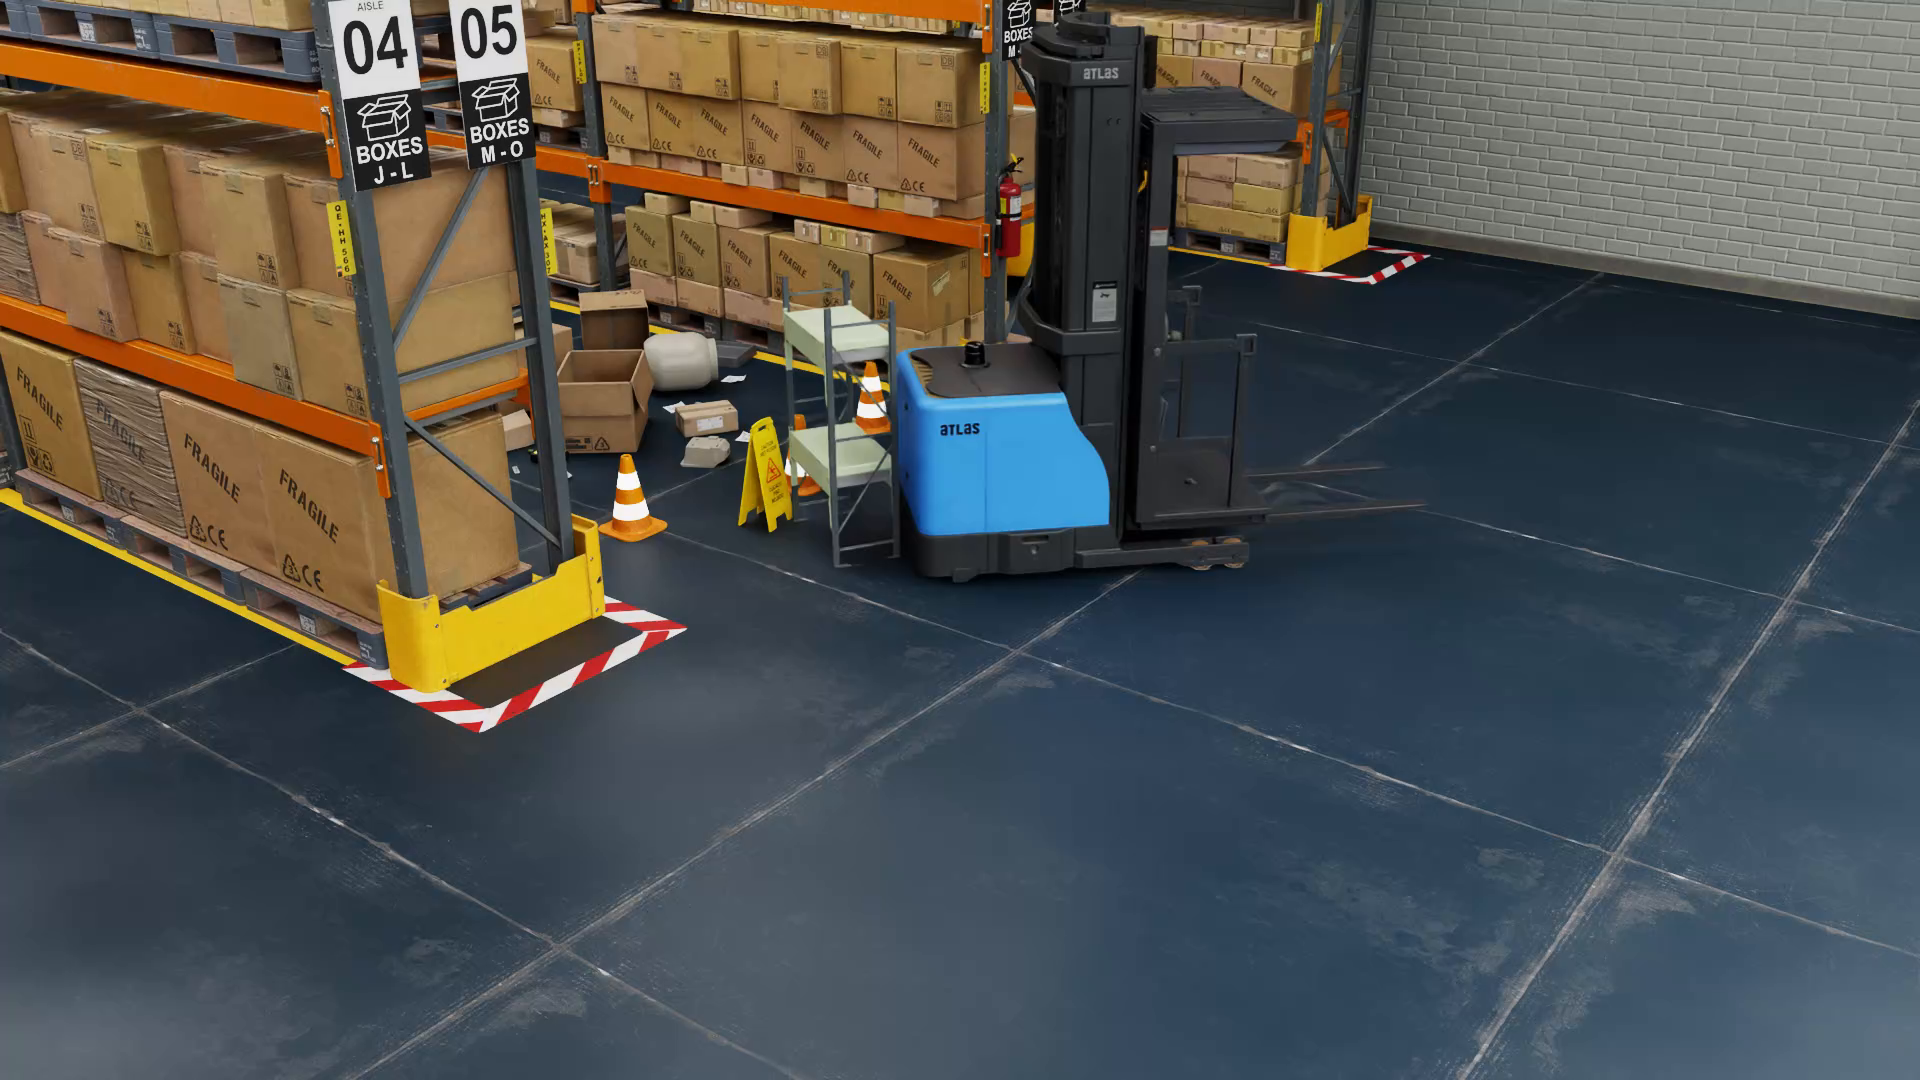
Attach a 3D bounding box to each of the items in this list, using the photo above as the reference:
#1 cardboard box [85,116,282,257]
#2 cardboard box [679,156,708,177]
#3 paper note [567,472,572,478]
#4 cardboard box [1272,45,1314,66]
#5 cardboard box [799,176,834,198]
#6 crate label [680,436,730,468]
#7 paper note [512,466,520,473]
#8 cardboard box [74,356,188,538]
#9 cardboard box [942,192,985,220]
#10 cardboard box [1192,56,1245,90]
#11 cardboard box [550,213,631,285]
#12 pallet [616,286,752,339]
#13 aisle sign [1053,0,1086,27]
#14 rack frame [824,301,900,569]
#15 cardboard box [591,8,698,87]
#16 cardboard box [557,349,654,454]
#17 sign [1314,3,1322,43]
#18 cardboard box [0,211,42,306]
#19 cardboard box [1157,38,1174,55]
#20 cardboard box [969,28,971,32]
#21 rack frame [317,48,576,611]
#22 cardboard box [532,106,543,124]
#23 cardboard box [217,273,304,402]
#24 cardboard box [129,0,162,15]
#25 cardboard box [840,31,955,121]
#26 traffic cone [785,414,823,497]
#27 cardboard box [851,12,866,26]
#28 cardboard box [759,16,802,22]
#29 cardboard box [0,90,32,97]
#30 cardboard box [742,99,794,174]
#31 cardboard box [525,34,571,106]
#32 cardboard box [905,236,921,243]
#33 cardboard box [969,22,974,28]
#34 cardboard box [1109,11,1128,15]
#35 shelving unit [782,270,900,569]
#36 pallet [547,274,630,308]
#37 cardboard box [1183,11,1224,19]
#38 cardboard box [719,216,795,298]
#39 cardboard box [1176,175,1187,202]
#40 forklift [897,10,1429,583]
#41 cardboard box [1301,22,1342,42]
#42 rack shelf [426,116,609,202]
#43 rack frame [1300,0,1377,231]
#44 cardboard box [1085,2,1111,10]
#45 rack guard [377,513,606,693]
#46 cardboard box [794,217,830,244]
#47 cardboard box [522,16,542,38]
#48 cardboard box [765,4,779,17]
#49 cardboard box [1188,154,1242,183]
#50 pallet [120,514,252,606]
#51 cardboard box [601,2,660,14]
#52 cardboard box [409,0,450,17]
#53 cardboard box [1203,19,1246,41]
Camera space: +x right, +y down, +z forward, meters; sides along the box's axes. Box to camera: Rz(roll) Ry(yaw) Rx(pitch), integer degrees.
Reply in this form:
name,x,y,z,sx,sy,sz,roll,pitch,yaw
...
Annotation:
name,x,y,z,sx,sy,sz,roll,pitch,yaw
cardboard box,-4.013,-1.888,8.790,0.500,0.550,0.875,17,29,33
cardboard box,-1.987,-2.979,13.103,0.250,0.149,0.380,18,29,35
paper note,-2.578,-0.412,10.649,0.144,0.017,0.142,-15,28,-30
cardboard box,3.042,-4.415,15.121,0.250,0.149,0.380,17,29,34
cardboard box,-0.980,-2.669,12.400,0.250,0.149,0.380,16,29,33
crate label,-1.664,-0.584,10.905,0.298,0.136,0.250,3,24,6
paper note,-2.876,-0.454,10.769,0.032,0.001,0.123,-10,26,-21
cardboard box,-4.391,-0.650,9.620,0.875,0.875,0.875,17,29,34
cardboard box,0.086,-2.383,11.749,0.250,0.149,0.380,18,29,35
cardboard box,2.526,-4.287,15.636,0.500,0.500,0.500,18,29,35
cardboard box,-3.109,-2.559,14.576,0.625,0.372,0.950,17,29,34
pallet,-2.129,-2.016,14.065,1.213,0.211,1.003,17,29,33
aisle sign,0.749,-3.751,11.319,0.004,0.787,0.394,17,29,33
rack frame,-0.531,-0.563,9.153,0.400,1.500,0.023,-10,25,-21
cardboard box,-2.466,-3.907,13.163,0.500,0.500,0.700,16,29,33
cardboard box,-2.411,-0.942,11.263,0.637,0.503,0.797,-1,24,-3
sign,3.151,-4.545,14.616,0.005,0.325,0.100,17,29,33
cardboard box,-5.273,-1.805,9.941,0.550,0.550,0.875,17,29,33
cardboard box,2.001,-4.717,15.807,0.250,0.149,0.380,17,29,34
cardboard box,0.034,-5.411,17.877,0.500,0.250,0.500,16,29,32
rack frame,-2.375,-0.855,7.970,0.127,3.000,1.000,17,29,33
cardboard box,-3.465,-3.625,14.049,0.250,0.149,0.380,16,28,32
cardboard box,-3.152,-1.124,8.396,0.550,0.550,0.875,17,29,33
cardboard box,-3.659,-2.568,7.804,0.250,0.149,0.380,16,29,33
cardboard box,-0.427,-3.293,11.772,0.500,0.500,0.700,17,29,34
traffic cone,-0.998,-0.563,10.453,0.334,0.463,0.336,17,29,33
cardboard box,-0.964,-5.636,17.894,0.250,0.149,0.380,16,28,32
cardboard box,-1.898,-5.733,18.608,0.500,0.250,0.500,16,28,32
cardboard box,-5.976,-2.443,10.211,0.500,0.500,0.700,16,29,32
cardboard box,-1.277,-3.074,12.513,0.500,0.500,0.500,17,29,34
cardboard box,-3.592,-3.975,14.037,0.500,0.500,0.500,17,29,34
cardboard box,-0.407,-2.168,12.910,0.500,0.500,0.500,16,28,31
cardboard box,0.134,-5.543,17.681,0.250,0.149,0.380,16,28,32
cardboard box,1.442,-5.066,16.230,0.250,0.149,0.380,17,29,33
shelving unit,-0.676,-0.696,9.462,0.431,1.500,0.755,-10,25,-21
pallet,-3.311,-2.355,14.833,1.213,0.211,1.003,17,29,33
cardboard box,2.372,-5.056,16.208,0.250,0.149,0.380,16,28,32
cardboard box,-1.528,-2.239,13.071,0.500,0.500,0.500,19,30,36
cardboard box,2.090,-3.501,16.245,0.500,0.250,0.500,16,28,32
forklift,1.181,-1.375,9.237,3.031,2.935,1.130,-4,24,-9
cardboard box,3.347,-4.707,15.416,0.250,0.149,0.380,16,28,32
rack shelf,-4.288,-3.598,15.088,4.000,0.370,1.077,17,29,33
rack frame,3.487,-4.079,15.286,0.127,3.000,1.000,17,29,33
cardboard box,1.357,-5.371,16.922,0.250,0.149,0.380,16,28,32
rack guard,-2.355,0.295,8.460,0.348,0.500,1.175,17,29,33
cardboard box,-1.027,-2.353,12.525,0.250,0.149,0.380,18,30,35
cardboard box,-3.752,-4.316,14.006,0.250,0.149,0.380,16,28,32
cardboard box,-1.965,-5.955,18.618,0.250,0.149,0.380,17,29,34
cardboard box,2.520,-3.602,15.855,0.500,0.250,0.500,17,29,34
pallet,-4.033,-0.042,9.583,1.213,0.211,1.003,17,29,33
cardboard box,-3.953,-6.287,19.965,0.500,0.250,0.500,15,28,31
cardboard box,-2.457,-2.537,7.733,0.250,0.149,0.380,17,29,34
cardboard box,2.478,-4.764,15.545,0.250,0.149,0.380,17,29,34
